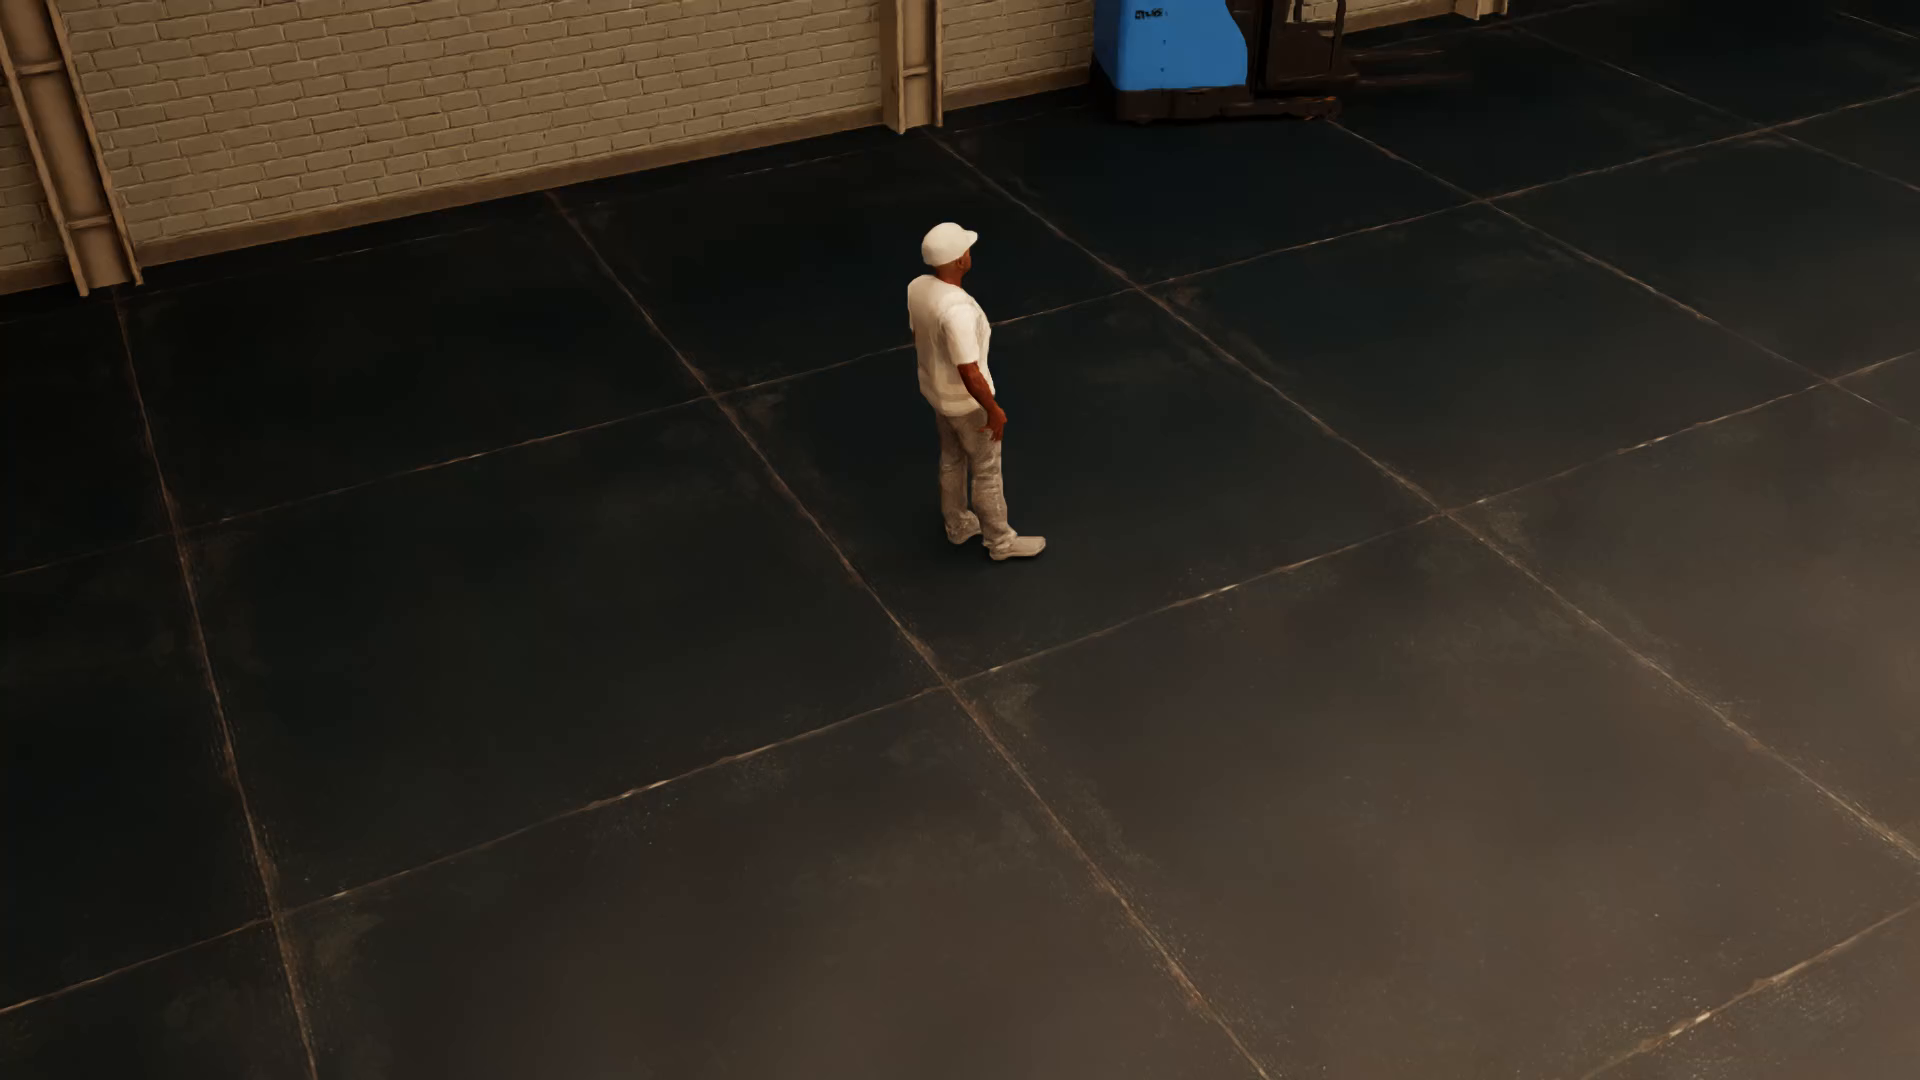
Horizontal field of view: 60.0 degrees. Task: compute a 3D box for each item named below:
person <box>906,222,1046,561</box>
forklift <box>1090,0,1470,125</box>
[{"bbox_3d":[0.064,-0.743,8.171,0.576,1.766,0.665,-17,39,-23],"label":"person"},{"bbox_3d":[2.656,-4.902,13.058,3.031,2.935,1.130,-5,36,-7],"label":"forklift"}]
